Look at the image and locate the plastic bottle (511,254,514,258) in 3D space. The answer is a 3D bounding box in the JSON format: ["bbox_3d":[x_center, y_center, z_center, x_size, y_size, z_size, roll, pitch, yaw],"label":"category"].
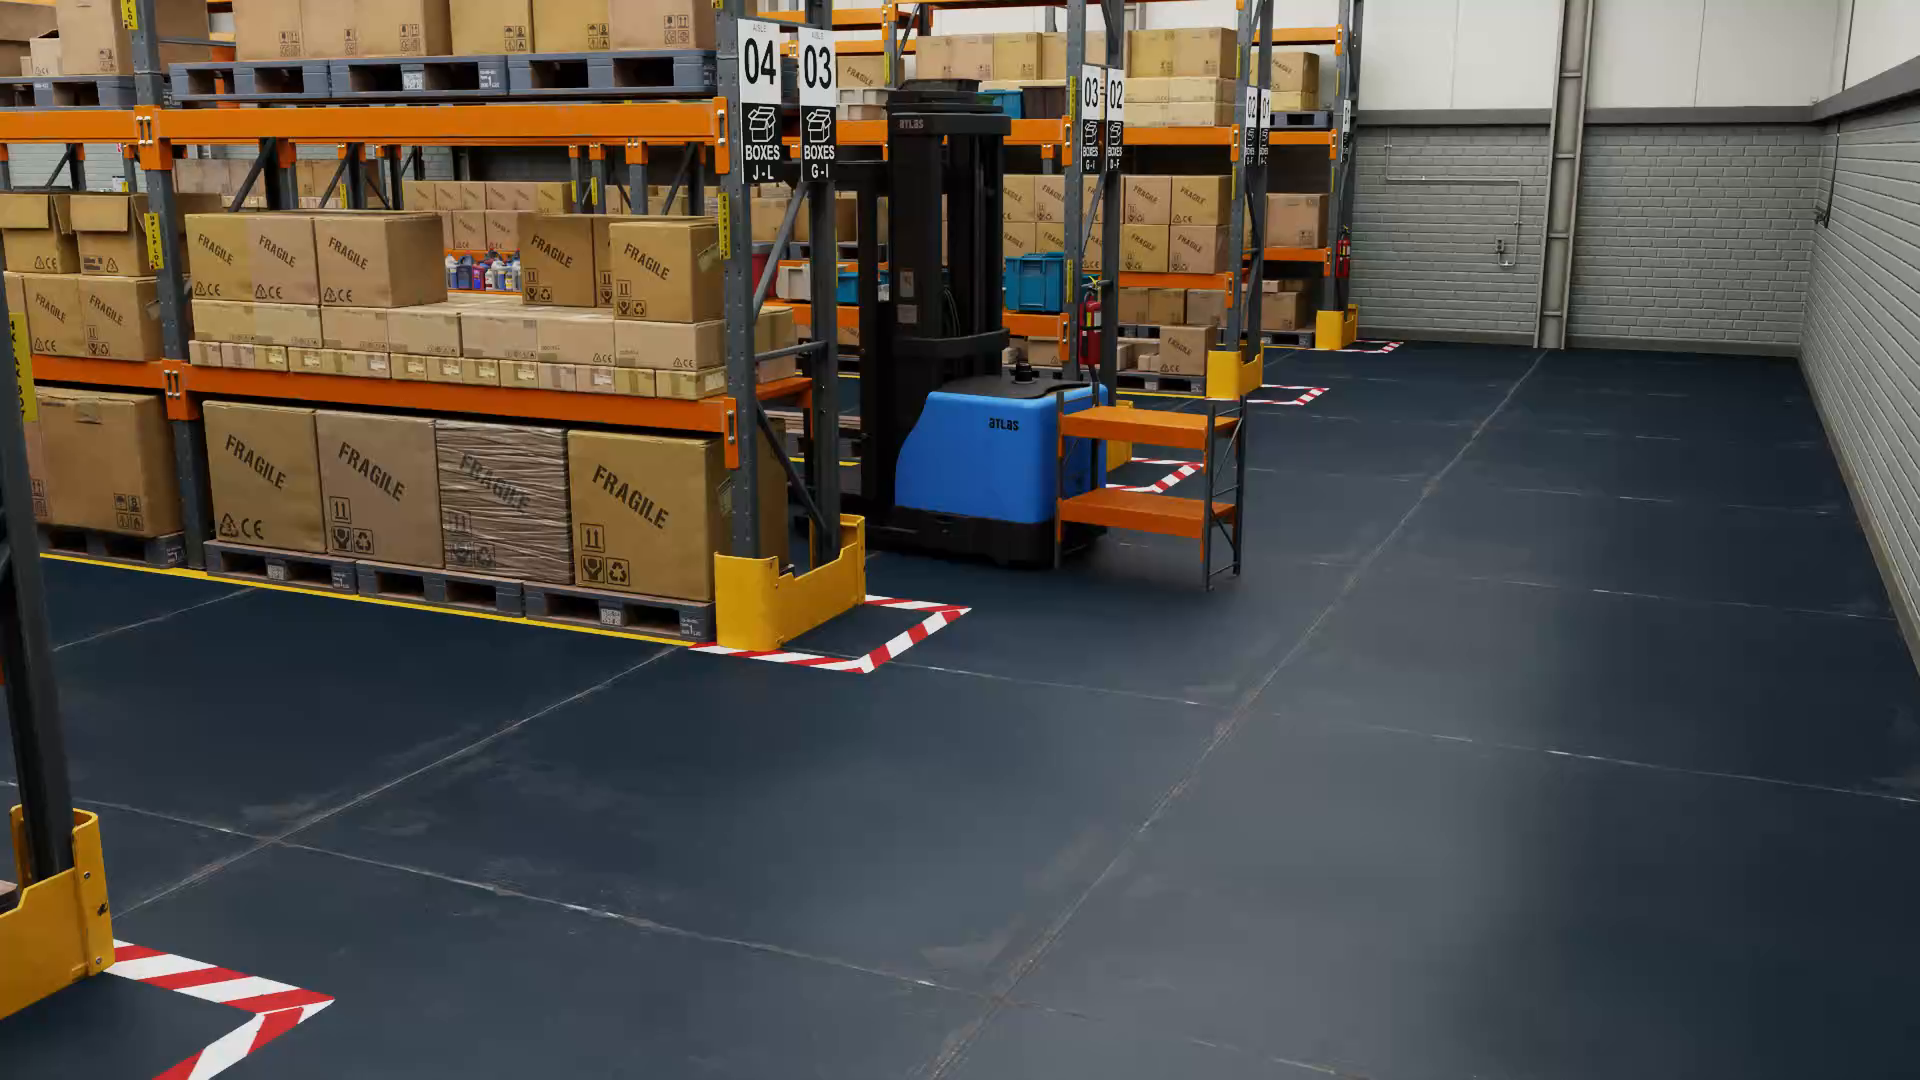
[{"bbox_3d":[-4.376,-2.640,16.194,0.133,0.283,0.061,6,14,23],"label":"plastic bottle"}]

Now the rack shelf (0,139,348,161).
[{"bbox_3d":[-8.083,-4.075,17.065,4.000,0.370,1.077,6,14,23],"label":"rack shelf"}]

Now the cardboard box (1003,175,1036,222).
[{"bbox_3d":[0.671,-3.782,18.399,0.500,0.500,0.500,5,14,22],"label":"cardboard box"}]

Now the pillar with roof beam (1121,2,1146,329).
[{"bbox_3d":[0.662,-6.617,19.755,0.400,9.000,9.100,6,14,23],"label":"pillar with roof beam"}]

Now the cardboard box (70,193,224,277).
[{"bbox_3d":[-5.191,-1.970,10.669,0.637,0.503,0.797,5,14,22],"label":"cardboard box"}]

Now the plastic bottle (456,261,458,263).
[{"bbox_3d":[-4.958,-2.654,16.435,0.097,0.201,0.097,0,13,0],"label":"plastic bottle"}]

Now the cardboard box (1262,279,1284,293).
[{"bbox_3d":[4.201,-3.430,22.440,0.250,0.149,0.380,6,14,23],"label":"cardboard box"}]

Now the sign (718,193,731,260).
[{"bbox_3d":[-1.179,-1.572,8.337,0.005,0.325,0.100,6,14,23],"label":"sign"}]

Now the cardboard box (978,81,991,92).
[{"bbox_3d":[0.214,-4.932,18.376,0.500,0.250,0.500,6,14,23],"label":"cardboard box"}]

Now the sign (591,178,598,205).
[{"bbox_3d":[-4.467,-4.262,20.317,0.005,0.325,0.100,6,14,23],"label":"sign"}]

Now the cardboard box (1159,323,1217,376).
[{"bbox_3d":[2.472,-2.070,18.020,0.500,0.500,0.500,6,14,23],"label":"cardboard box"}]

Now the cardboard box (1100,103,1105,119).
[{"bbox_3d":[1.578,-4.546,17.825,0.500,0.250,0.500,6,14,23],"label":"cardboard box"}]

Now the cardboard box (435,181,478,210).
[{"bbox_3d":[-8.324,-5.688,27.570,0.500,0.500,0.500,5,14,21],"label":"cardboard box"}]

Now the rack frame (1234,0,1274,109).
[{"bbox_3d":[3.069,-5.995,17.105,0.127,3.000,1.000,6,14,23],"label":"rack frame"}]

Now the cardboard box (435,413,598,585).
[{"bbox_3d":[-2.396,-0.302,9.708,0.875,0.875,0.875,6,14,23],"label":"cardboard box"}]

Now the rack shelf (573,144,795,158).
[{"bbox_3d":[-4.071,-6.145,25.884,4.000,0.370,1.077,6,14,23],"label":"rack shelf"}]

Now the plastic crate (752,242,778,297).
[{"bbox_3d":[-1.883,-2.335,14.370,0.583,0.464,0.402,6,14,23],"label":"plastic crate"}]

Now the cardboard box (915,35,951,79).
[{"bbox_3d":[-0.128,-5.403,18.741,0.500,0.500,0.700,6,14,23],"label":"cardboard box"}]

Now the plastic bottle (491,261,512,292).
[{"bbox_3d":[-4.219,-2.433,15.329,0.135,0.276,0.152,6,14,23],"label":"plastic bottle"}]

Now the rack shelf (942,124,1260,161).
[{"bbox_3d":[1.241,-4.369,18.318,4.000,0.370,1.077,6,14,23],"label":"rack shelf"}]

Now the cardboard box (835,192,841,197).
[{"bbox_3d":[-1.902,-4.954,24.888,0.500,0.500,0.500,6,15,25],"label":"cardboard box"}]

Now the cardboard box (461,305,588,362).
[{"bbox_3d":[-2.426,-1.161,9.313,0.500,0.250,0.500,5,14,21],"label":"cardboard box"}]

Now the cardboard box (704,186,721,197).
[{"bbox_3d":[-3.824,-5.264,25.942,0.500,0.500,0.700,6,14,23],"label":"cardboard box"}]

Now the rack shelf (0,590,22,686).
[{"bbox_3d":[-4.877,0.186,5.469,4.000,0.370,1.077,6,14,23],"label":"rack shelf"}]

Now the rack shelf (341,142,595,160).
[{"bbox_3d":[-6.074,-5.110,21.473,4.000,0.370,1.077,6,14,23],"label":"rack shelf"}]

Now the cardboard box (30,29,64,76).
[{"bbox_3d":[-5.570,-3.117,10.683,0.500,0.311,0.500,5,14,21],"label":"cardboard box"}]

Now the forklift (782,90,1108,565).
[{"bbox_3d":[-0.526,-1.505,11.253,3.031,2.935,1.130,8,16,32],"label":"forklift"}]

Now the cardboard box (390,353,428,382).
[{"bbox_3d":[-3.042,-1.012,9.554,0.250,0.149,0.380,5,14,22],"label":"cardboard box"}]

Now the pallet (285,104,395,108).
[{"bbox_3d":[-5.595,-4.057,15.827,1.213,0.211,1.003,6,14,23],"label":"pallet"}]

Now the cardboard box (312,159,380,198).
[{"bbox_3d":[-8.311,-4.905,22.532,0.500,0.500,0.700,6,14,24],"label":"cardboard box"}]

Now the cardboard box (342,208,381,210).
[{"bbox_3d":[-8.311,-4.273,22.680,0.500,0.500,0.700,5,14,22],"label":"cardboard box"}]

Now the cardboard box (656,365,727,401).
[{"bbox_3d":[-1.406,-0.847,8.850,0.250,0.149,0.380,6,15,24],"label":"cardboard box"}]

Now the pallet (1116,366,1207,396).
[{"bbox_3d":[2.271,-1.797,18.452,1.213,0.211,1.003,6,14,23],"label":"pallet"}]

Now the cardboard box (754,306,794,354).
[{"bbox_3d":[-1.276,-1.178,9.386,0.500,0.250,0.500,5,14,22],"label":"cardboard box"}]

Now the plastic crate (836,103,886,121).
[{"bbox_3d":[-0.930,-3.511,13.664,0.530,0.136,0.437,6,14,23],"label":"plastic crate"}]

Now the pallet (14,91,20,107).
[{"bbox_3d":[-6.627,-2.963,11.162,1.213,0.211,1.003,7,15,26],"label":"pallet"}]

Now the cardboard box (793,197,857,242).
[{"bbox_3d":[-1.585,-3.838,19.908,0.500,0.500,0.700,8,16,32],"label":"cardboard box"}]

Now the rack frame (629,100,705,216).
[{"bbox_3d":[-2.598,-2.410,14.960,0.127,3.000,1.000,6,14,23],"label":"rack frame"}]

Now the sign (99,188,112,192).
[{"bbox_3d":[-16.759,-6.843,32.614,0.331,0.109,0.001,6,14,23],"label":"sign"}]

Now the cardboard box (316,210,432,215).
[{"bbox_3d":[-3.619,-1.779,10.304,0.500,0.500,0.500,6,14,24],"label":"cardboard box"}]

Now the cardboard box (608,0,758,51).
[{"bbox_3d":[-1.444,-2.804,8.717,0.500,0.500,0.700,5,14,20],"label":"cardboard box"}]

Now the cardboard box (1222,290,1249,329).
[{"bbox_3d":[3.934,-3.187,22.823,0.500,0.500,0.700,6,14,23],"label":"cardboard box"}]

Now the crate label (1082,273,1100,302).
[{"bbox_3d":[0.967,-2.079,13.785,0.303,0.233,0.416,6,14,23],"label":"crate label"}]

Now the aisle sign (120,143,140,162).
[{"bbox_3d":[-11.744,-5.762,23.555,0.004,0.787,0.394,6,14,23],"label":"aisle sign"}]

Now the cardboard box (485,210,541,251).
[{"bbox_3d":[-5.786,-4.015,21.580,0.500,0.500,0.500,5,14,20],"label":"cardboard box"}]

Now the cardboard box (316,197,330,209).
[{"bbox_3d":[-8.463,-4.553,22.452,0.250,0.149,0.380,5,14,22],"label":"cardboard box"}]

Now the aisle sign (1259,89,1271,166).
[{"bbox_3d":[3.251,-4.395,17.727,0.004,0.787,0.394,6,14,23],"label":"aisle sign"}]

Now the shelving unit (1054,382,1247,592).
[{"bbox_3d":[1.168,-0.351,10.289,1.048,1.125,0.538,8,16,32],"label":"shelving unit"}]

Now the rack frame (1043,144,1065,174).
[{"bbox_3d":[1.415,-4.479,23.778,0.127,3.000,1.000,6,14,23],"label":"rack frame"}]

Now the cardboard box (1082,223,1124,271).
[{"bbox_3d":[1.620,-3.202,18.116,0.500,0.500,0.500,6,14,24],"label":"cardboard box"}]

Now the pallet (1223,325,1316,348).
[{"bbox_3d":[4.310,-2.809,22.765,1.213,0.211,1.003,6,14,23],"label":"pallet"}]
